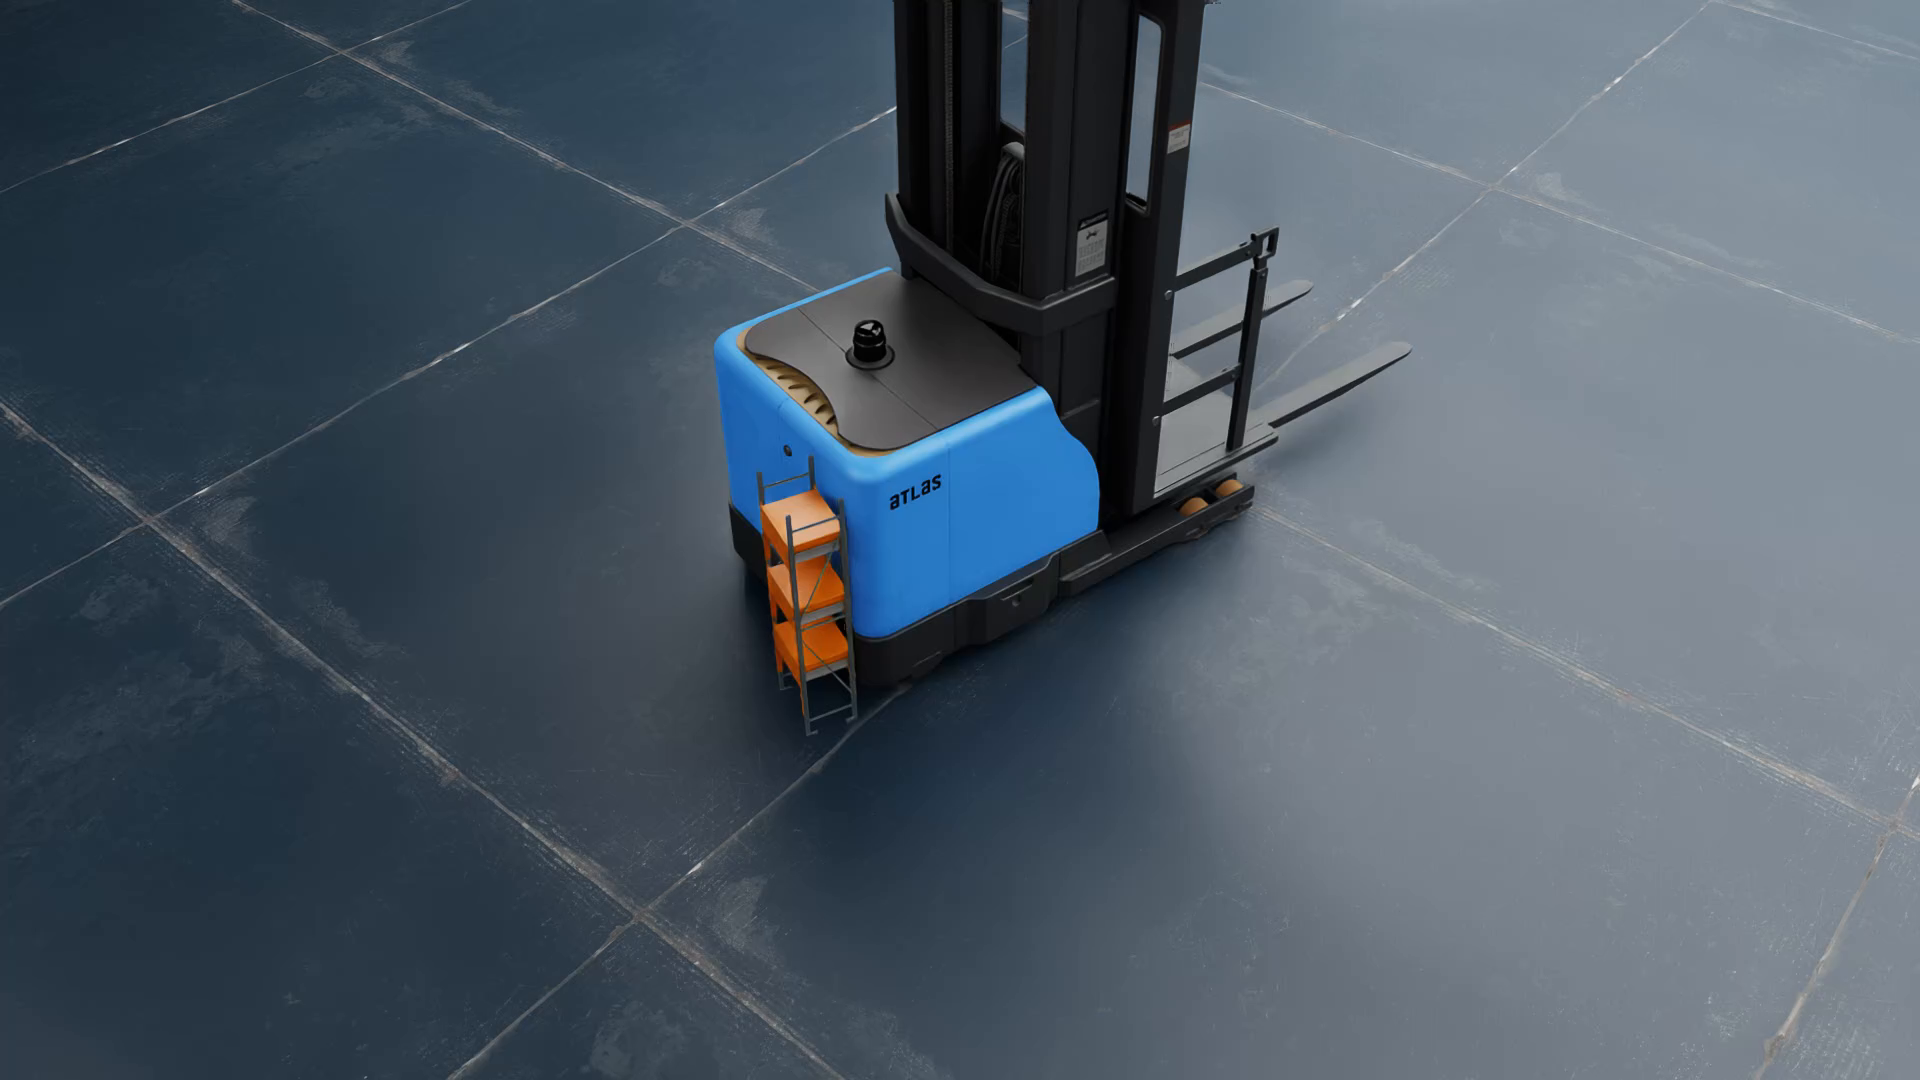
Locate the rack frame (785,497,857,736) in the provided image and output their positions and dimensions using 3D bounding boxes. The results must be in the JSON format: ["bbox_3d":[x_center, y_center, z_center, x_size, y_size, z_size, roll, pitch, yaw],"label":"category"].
[{"bbox_3d":[-0.464,0.284,5.657,0.200,1.050,0.008,-19,46,-20],"label":"rack frame"}]

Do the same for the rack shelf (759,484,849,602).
[{"bbox_3d":[-0.520,0.009,5.554,0.215,0.259,0.240,-19,46,-20],"label":"rack shelf"}]

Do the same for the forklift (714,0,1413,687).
[{"bbox_3d":[0.588,-1.352,6.059,3.031,2.935,1.130,-26,48,-26],"label":"forklift"}]

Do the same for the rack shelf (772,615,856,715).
[{"bbox_3d":[-0.519,0.424,5.931,0.215,0.259,0.240,-19,46,-20],"label":"rack shelf"}]

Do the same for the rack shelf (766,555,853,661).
[{"bbox_3d":[-0.520,0.219,5.745,0.215,0.259,0.240,-19,46,-20],"label":"rack shelf"}]

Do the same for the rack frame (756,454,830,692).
[{"bbox_3d":[-0.575,0.138,5.818,0.200,1.050,0.008,-19,46,-20],"label":"rack frame"}]

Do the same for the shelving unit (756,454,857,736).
[{"bbox_3d":[-0.520,0.211,5.738,0.215,1.050,0.252,-19,46,-20],"label":"shelving unit"}]
